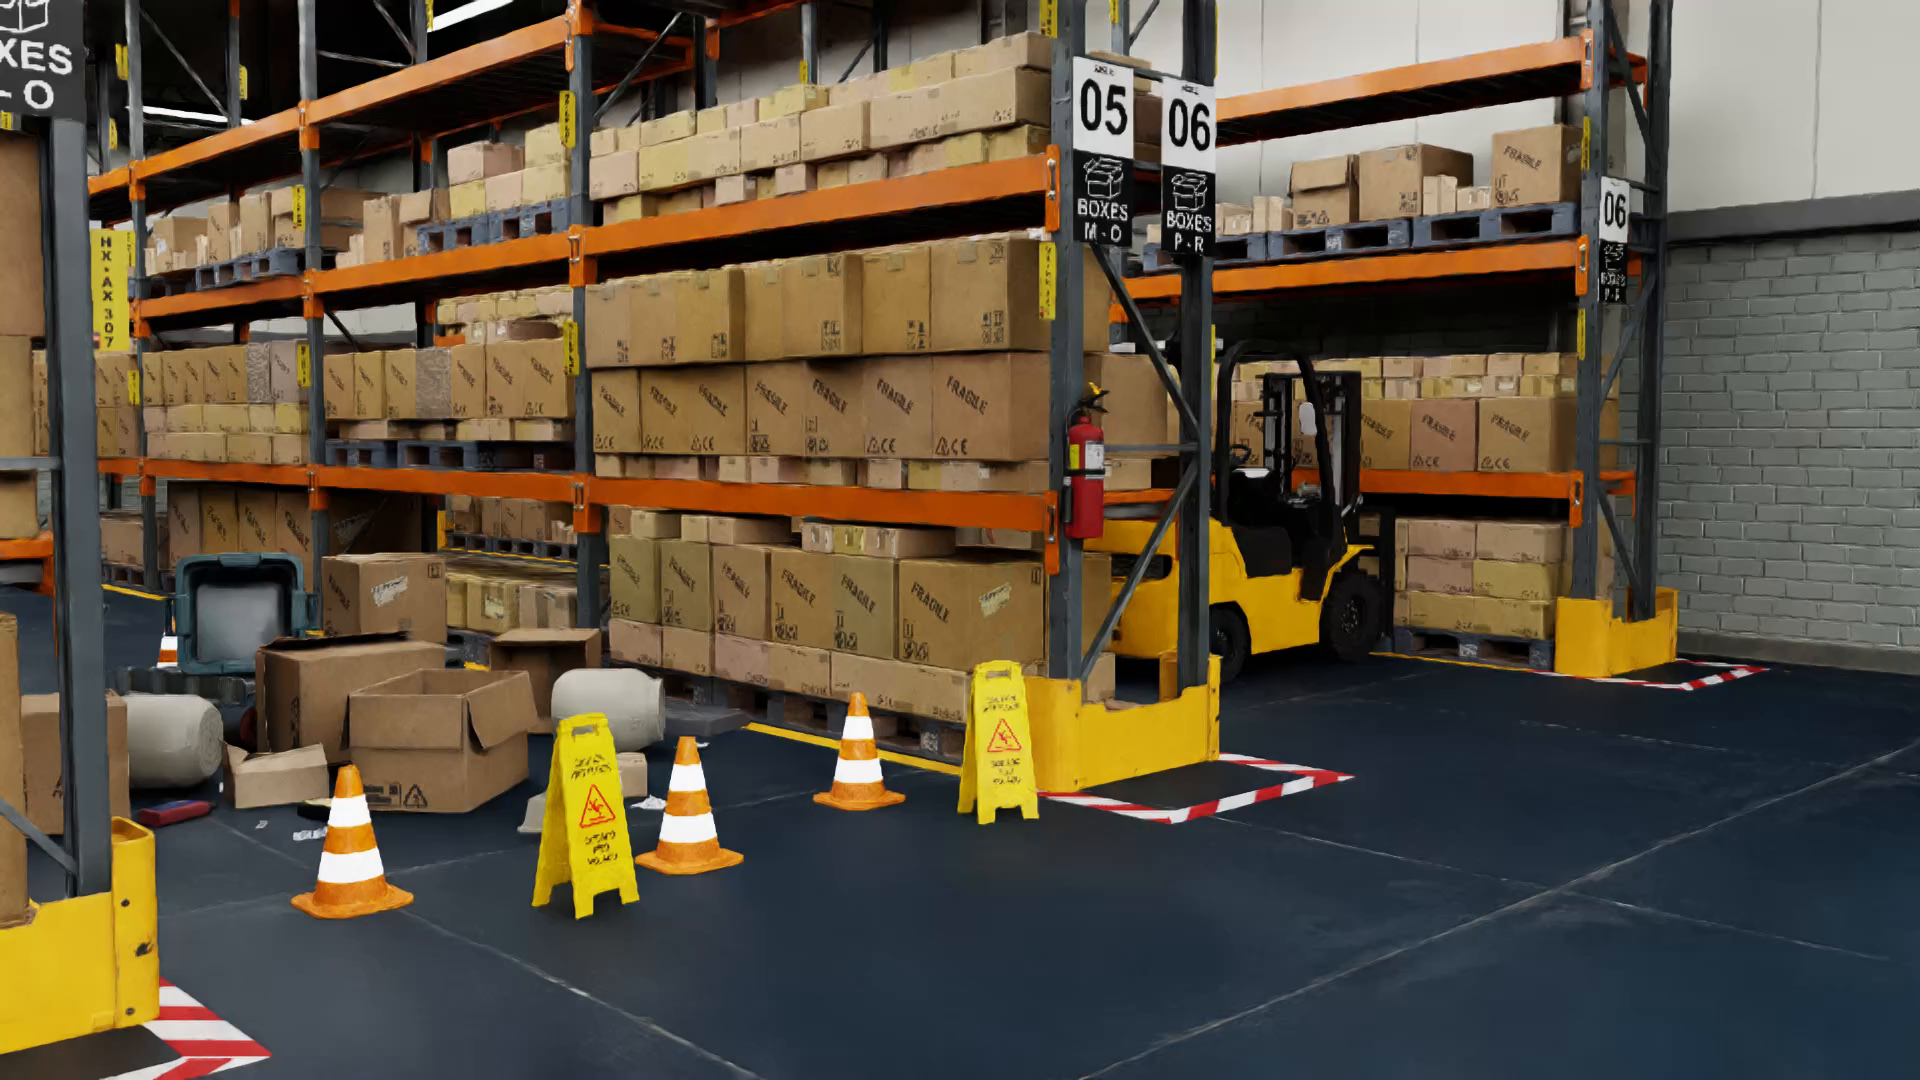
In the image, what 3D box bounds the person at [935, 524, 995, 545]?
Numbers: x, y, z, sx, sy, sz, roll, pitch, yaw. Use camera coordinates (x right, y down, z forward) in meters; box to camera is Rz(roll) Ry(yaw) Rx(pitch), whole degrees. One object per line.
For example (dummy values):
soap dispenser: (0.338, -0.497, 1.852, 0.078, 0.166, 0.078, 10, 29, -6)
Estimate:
person: (-0.009, -0.081, 11.746, 0.615, 1.740, 0.388, 3, 5, 33)
